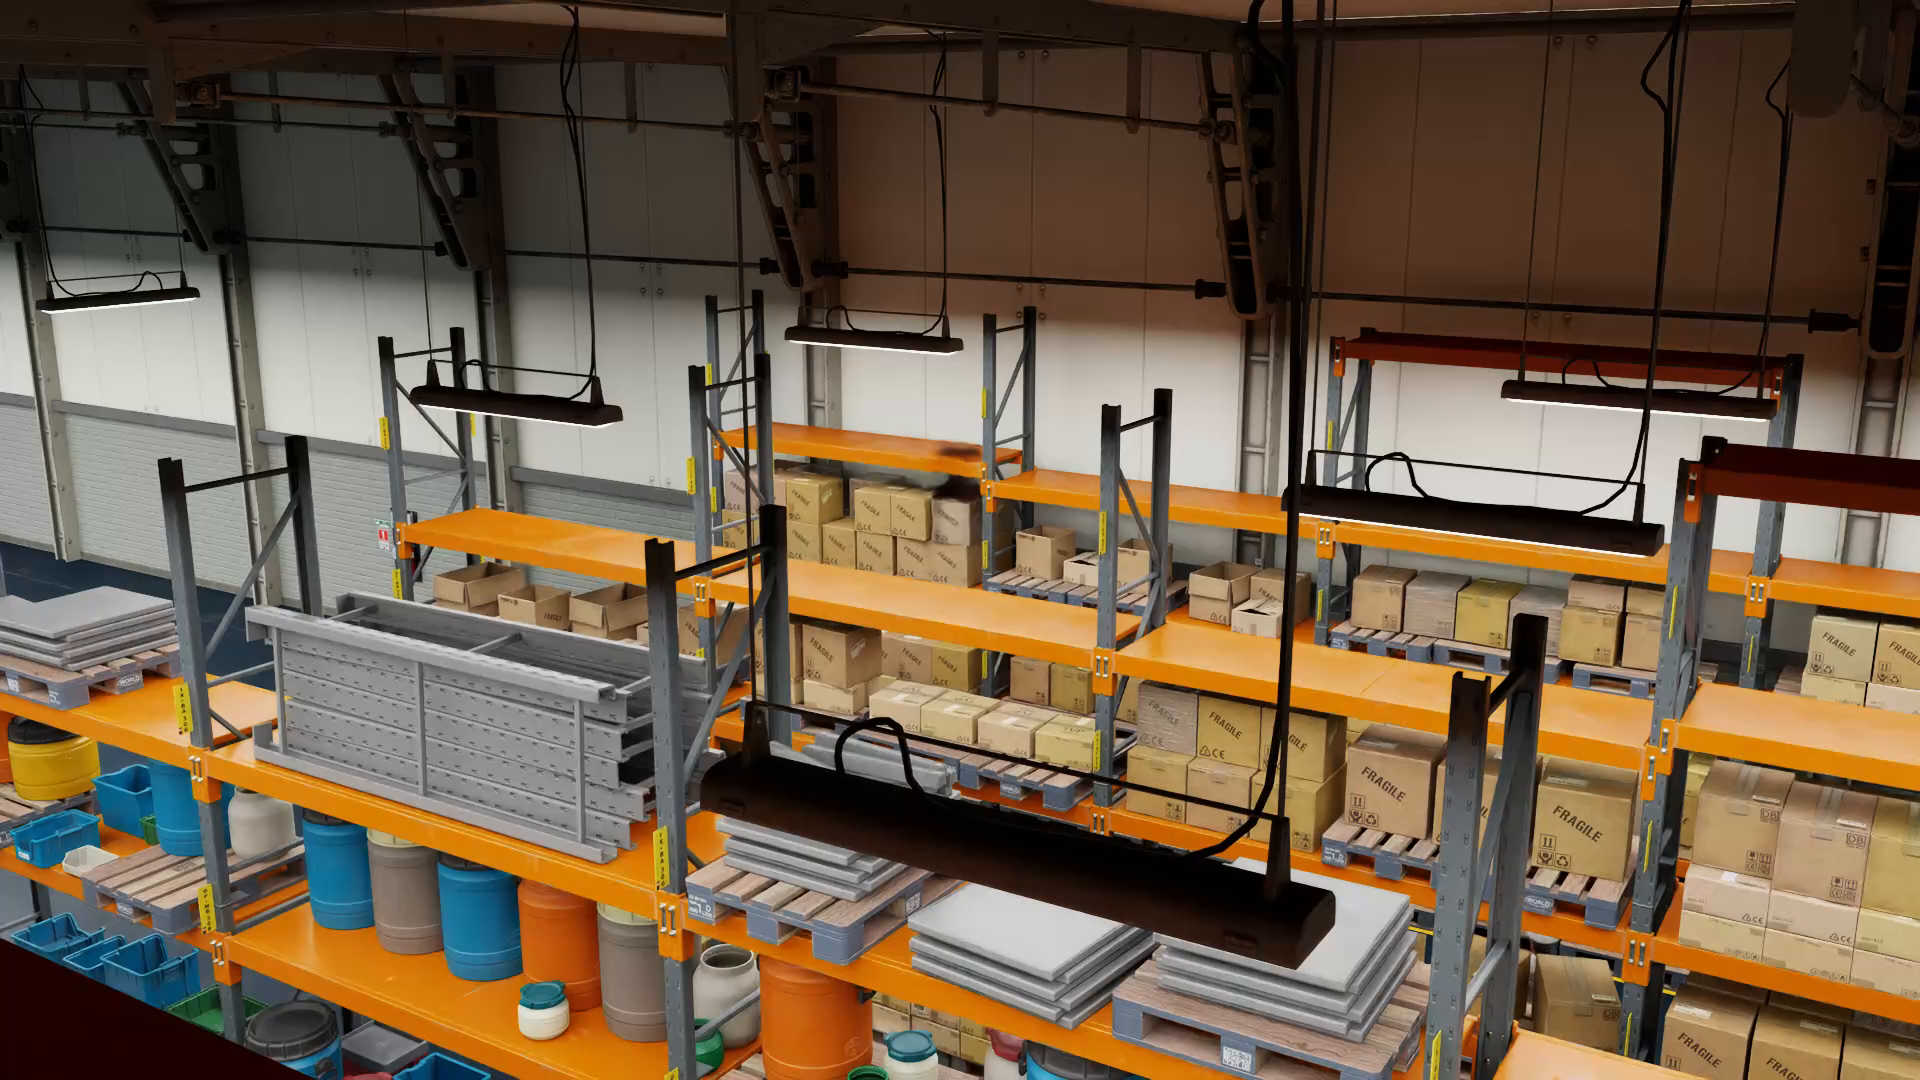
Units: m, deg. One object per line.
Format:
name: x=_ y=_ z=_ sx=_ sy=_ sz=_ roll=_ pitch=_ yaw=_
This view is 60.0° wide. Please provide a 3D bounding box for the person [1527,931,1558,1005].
person: x=4.704 y=3.960 z=13.698 sx=0.503 sy=1.680 sz=0.386 roll=5 pitch=15 yaw=20
